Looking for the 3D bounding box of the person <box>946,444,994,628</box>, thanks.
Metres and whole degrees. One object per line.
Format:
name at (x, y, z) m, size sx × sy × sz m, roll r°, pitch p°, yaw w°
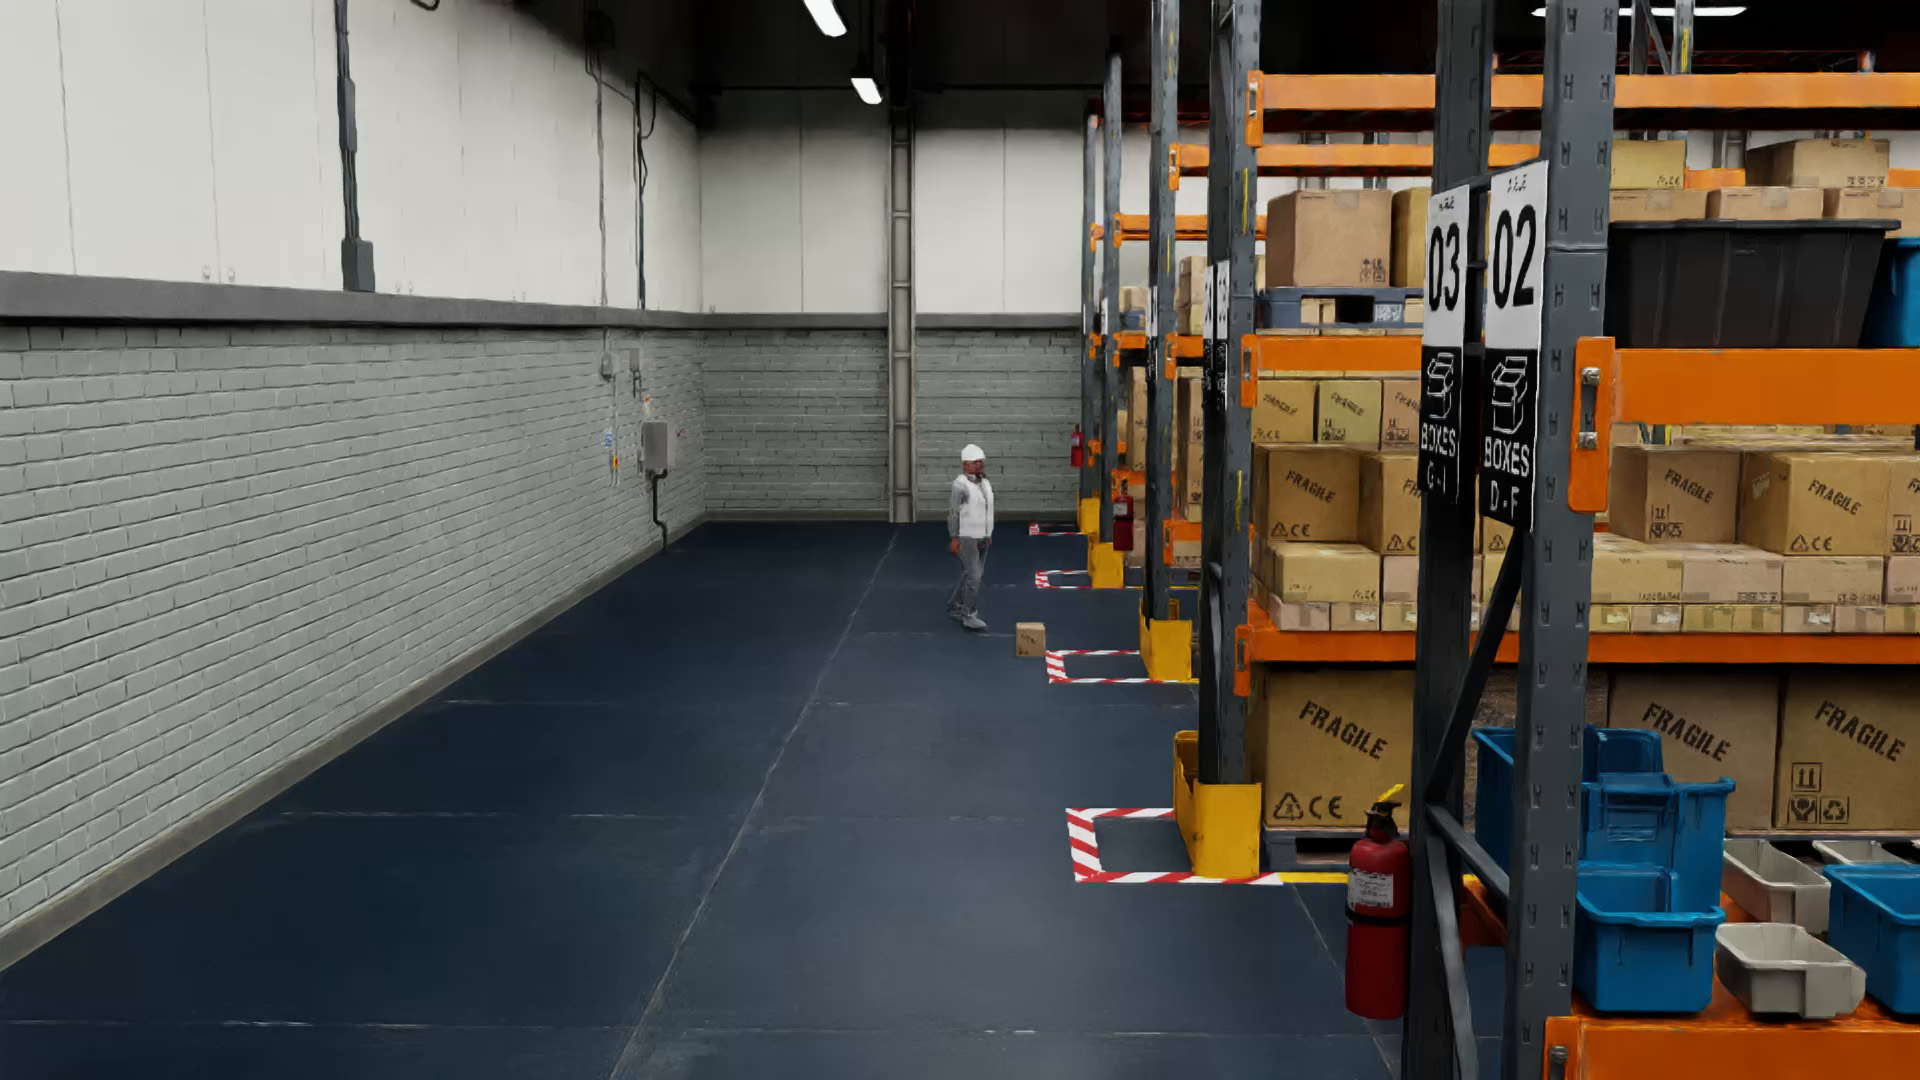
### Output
person at (0.059, -0.051, 16.081) m, size 0.562 × 1.763 × 0.564 m, roll 5°, pitch 9°, yaw 35°
